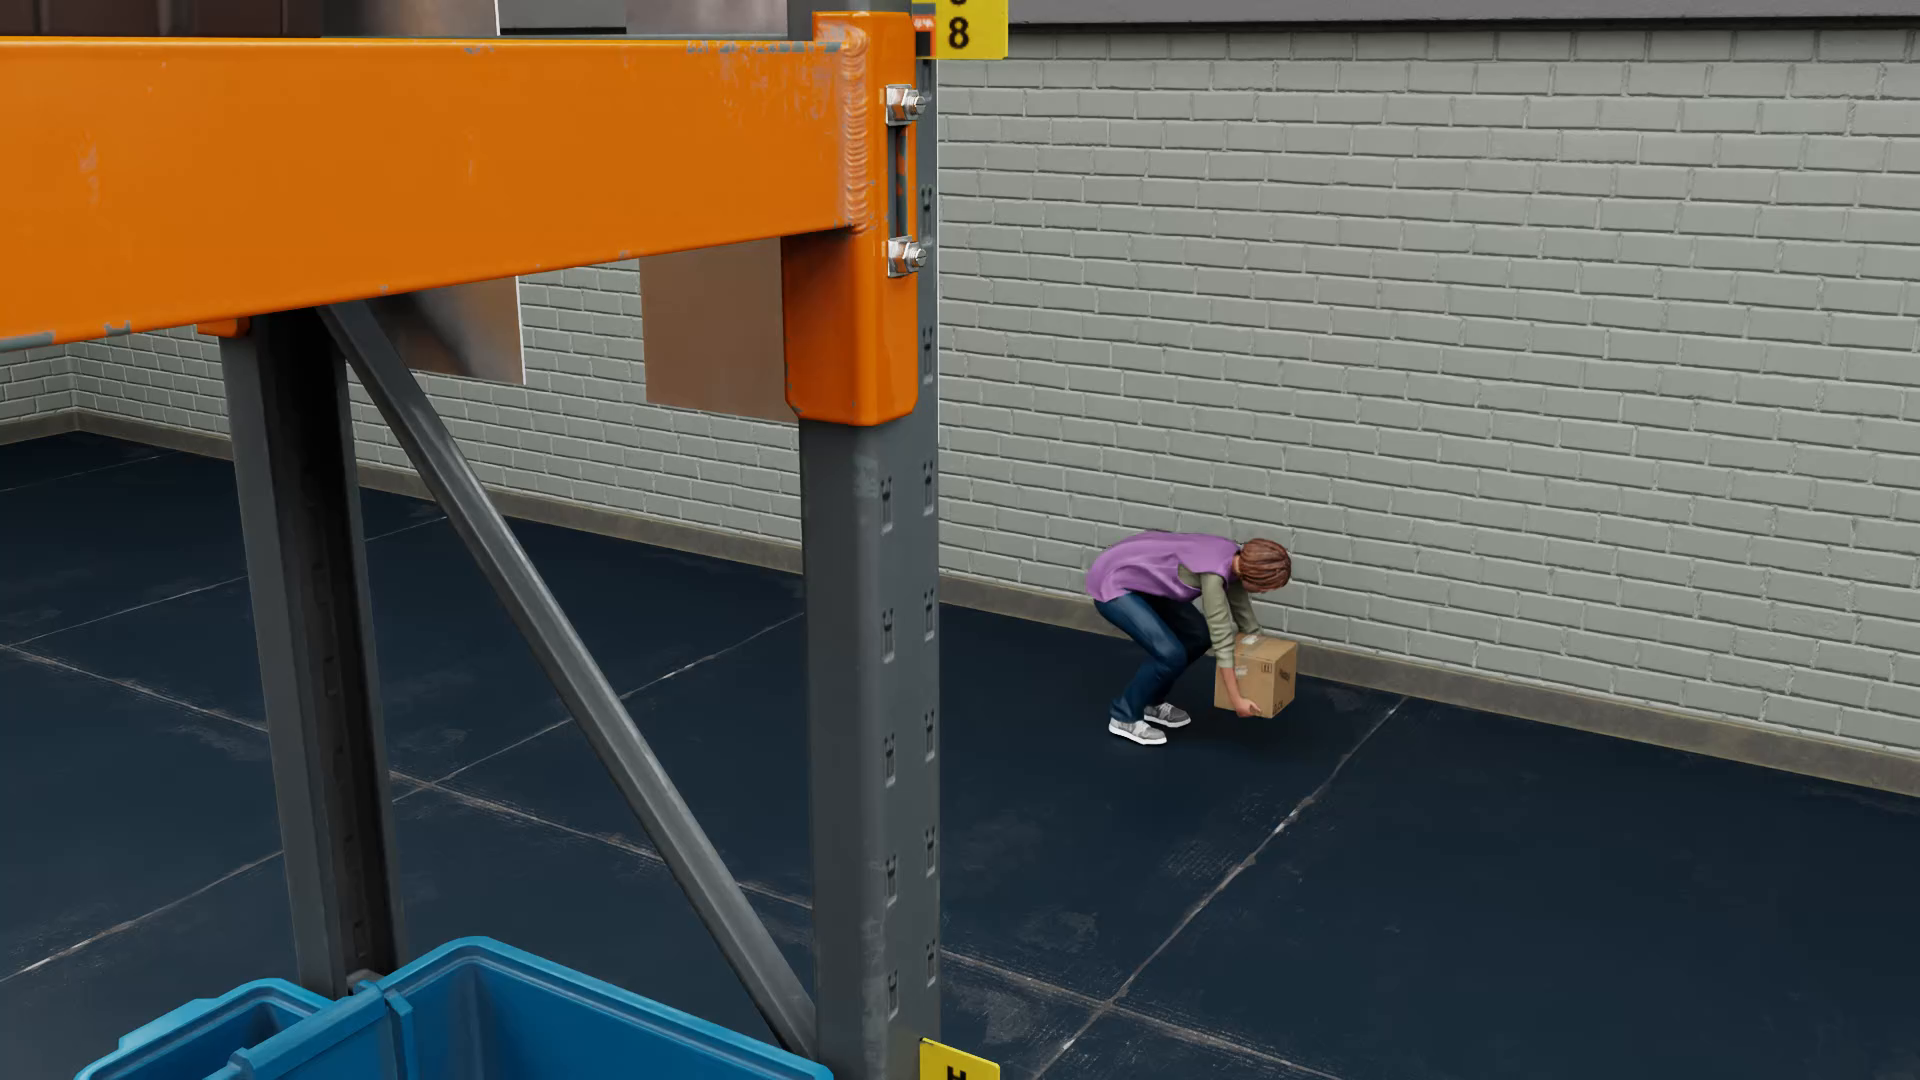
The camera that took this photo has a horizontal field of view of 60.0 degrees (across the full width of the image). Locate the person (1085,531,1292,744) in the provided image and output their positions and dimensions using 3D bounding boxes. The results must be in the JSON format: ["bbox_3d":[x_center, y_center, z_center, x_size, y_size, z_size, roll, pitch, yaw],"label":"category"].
[{"bbox_3d":[0.936,0.396,6.912,0.861,0.918,0.431,9,19,28],"label":"person"}]
